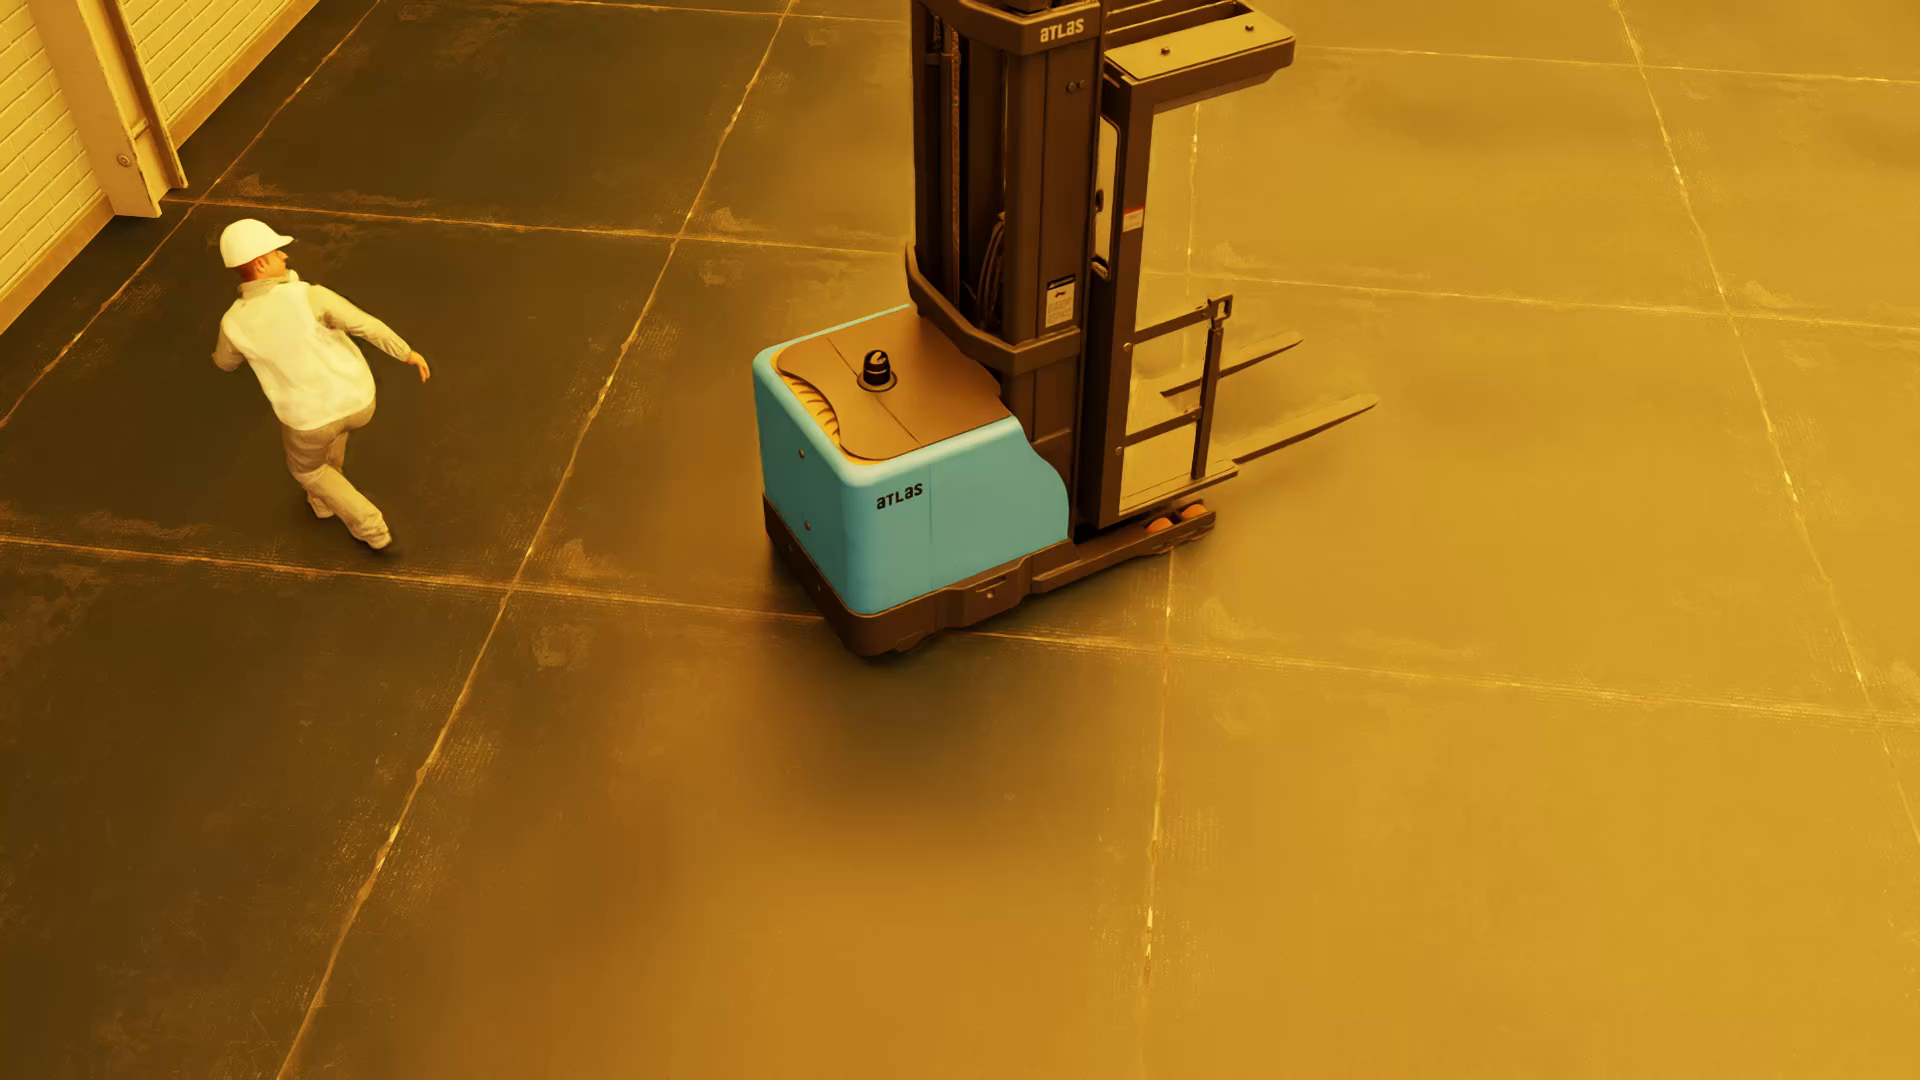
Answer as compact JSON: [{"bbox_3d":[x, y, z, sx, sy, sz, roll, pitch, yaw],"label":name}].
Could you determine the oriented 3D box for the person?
[{"bbox_3d":[-2.874,-0.748,7.511,0.818,1.648,0.807,-25,48,-24],"label":"person"}]

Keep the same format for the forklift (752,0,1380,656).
[{"bbox_3d":[0.624,-1.308,7.148,3.031,2.935,1.130,-21,47,-21],"label":"forklift"}]
